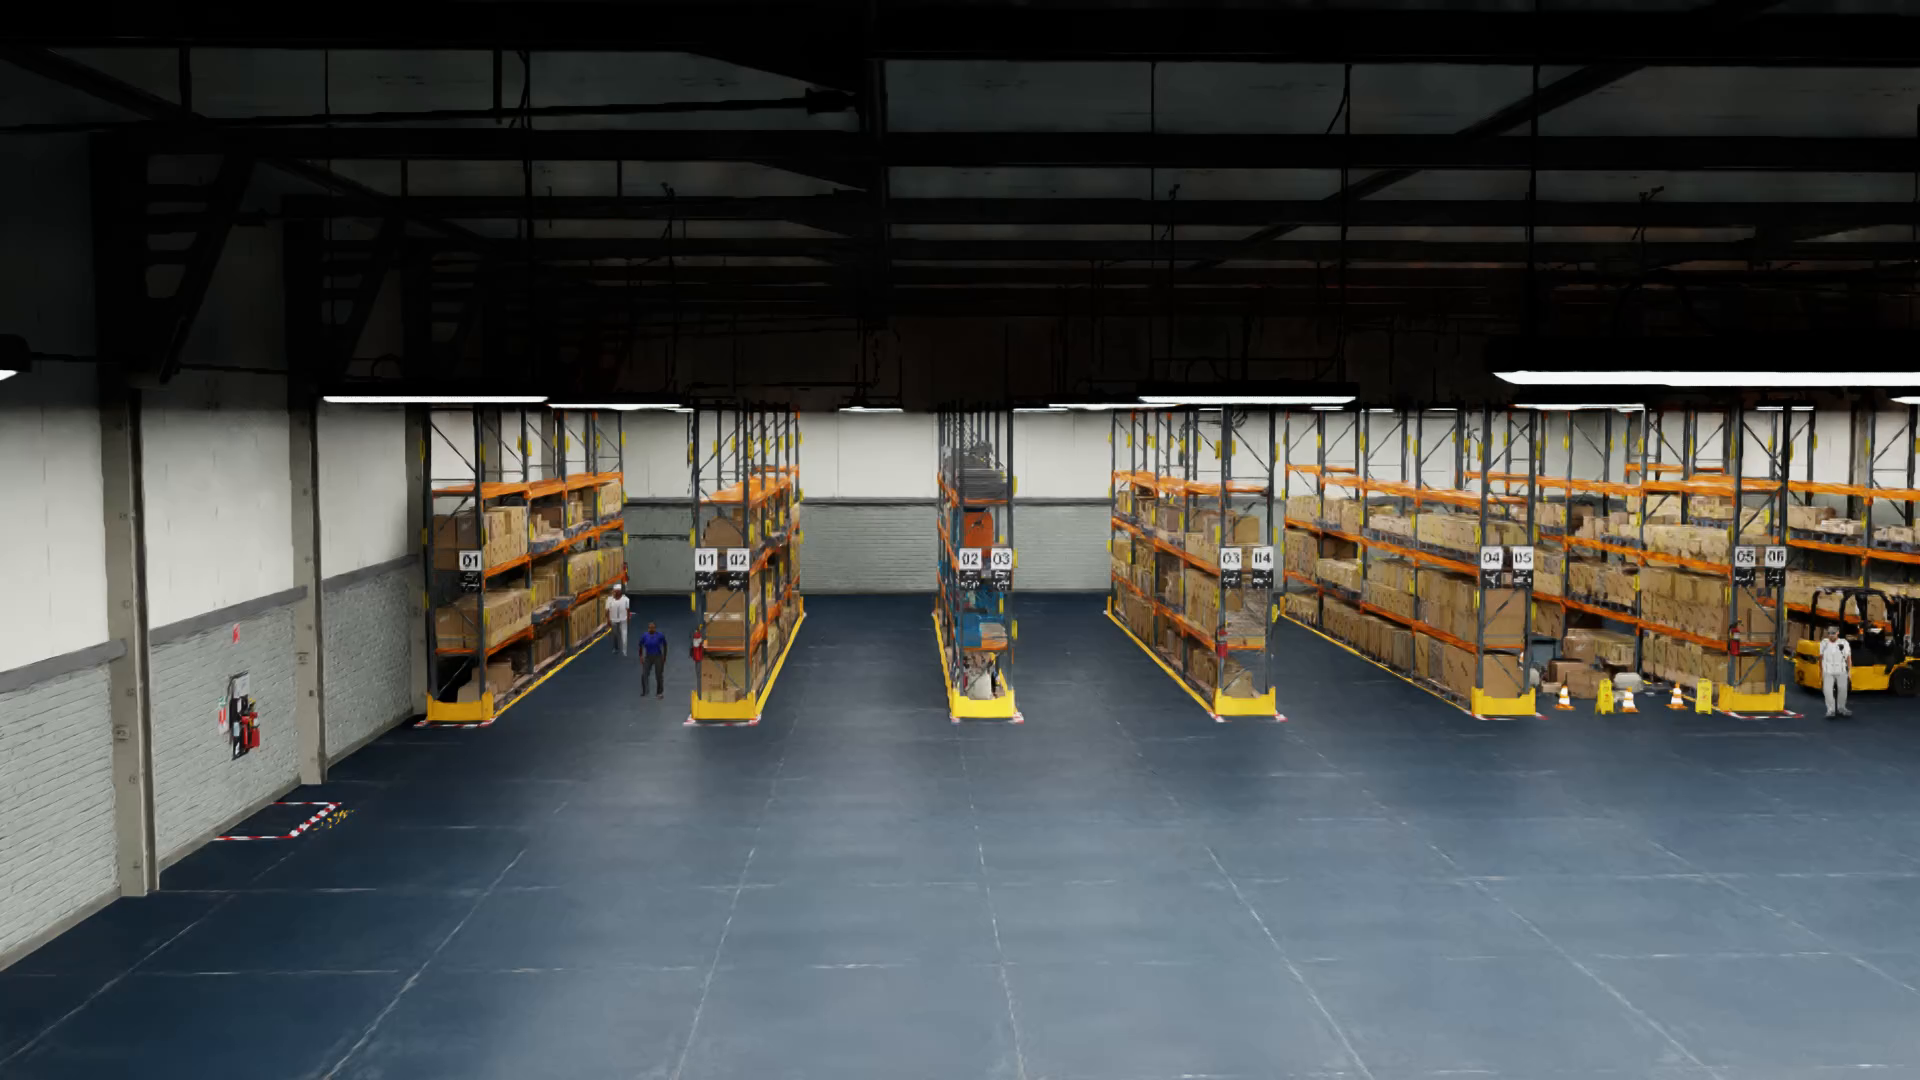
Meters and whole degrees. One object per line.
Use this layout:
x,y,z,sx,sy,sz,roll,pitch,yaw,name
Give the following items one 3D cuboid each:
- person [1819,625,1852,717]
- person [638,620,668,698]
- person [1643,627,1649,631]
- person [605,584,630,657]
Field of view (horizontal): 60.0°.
16.581,2.464,31.478,0.593,1.742,0.584,3,5,31,person
-6.174,2.391,33.441,0.592,1.604,0.518,0,4,-3,person
18.187,1.547,44.088,0.372,1.714,0.504,1,5,16,person
-8.084,1.879,39.285,0.571,1.708,1.033,-1,4,-10,person
